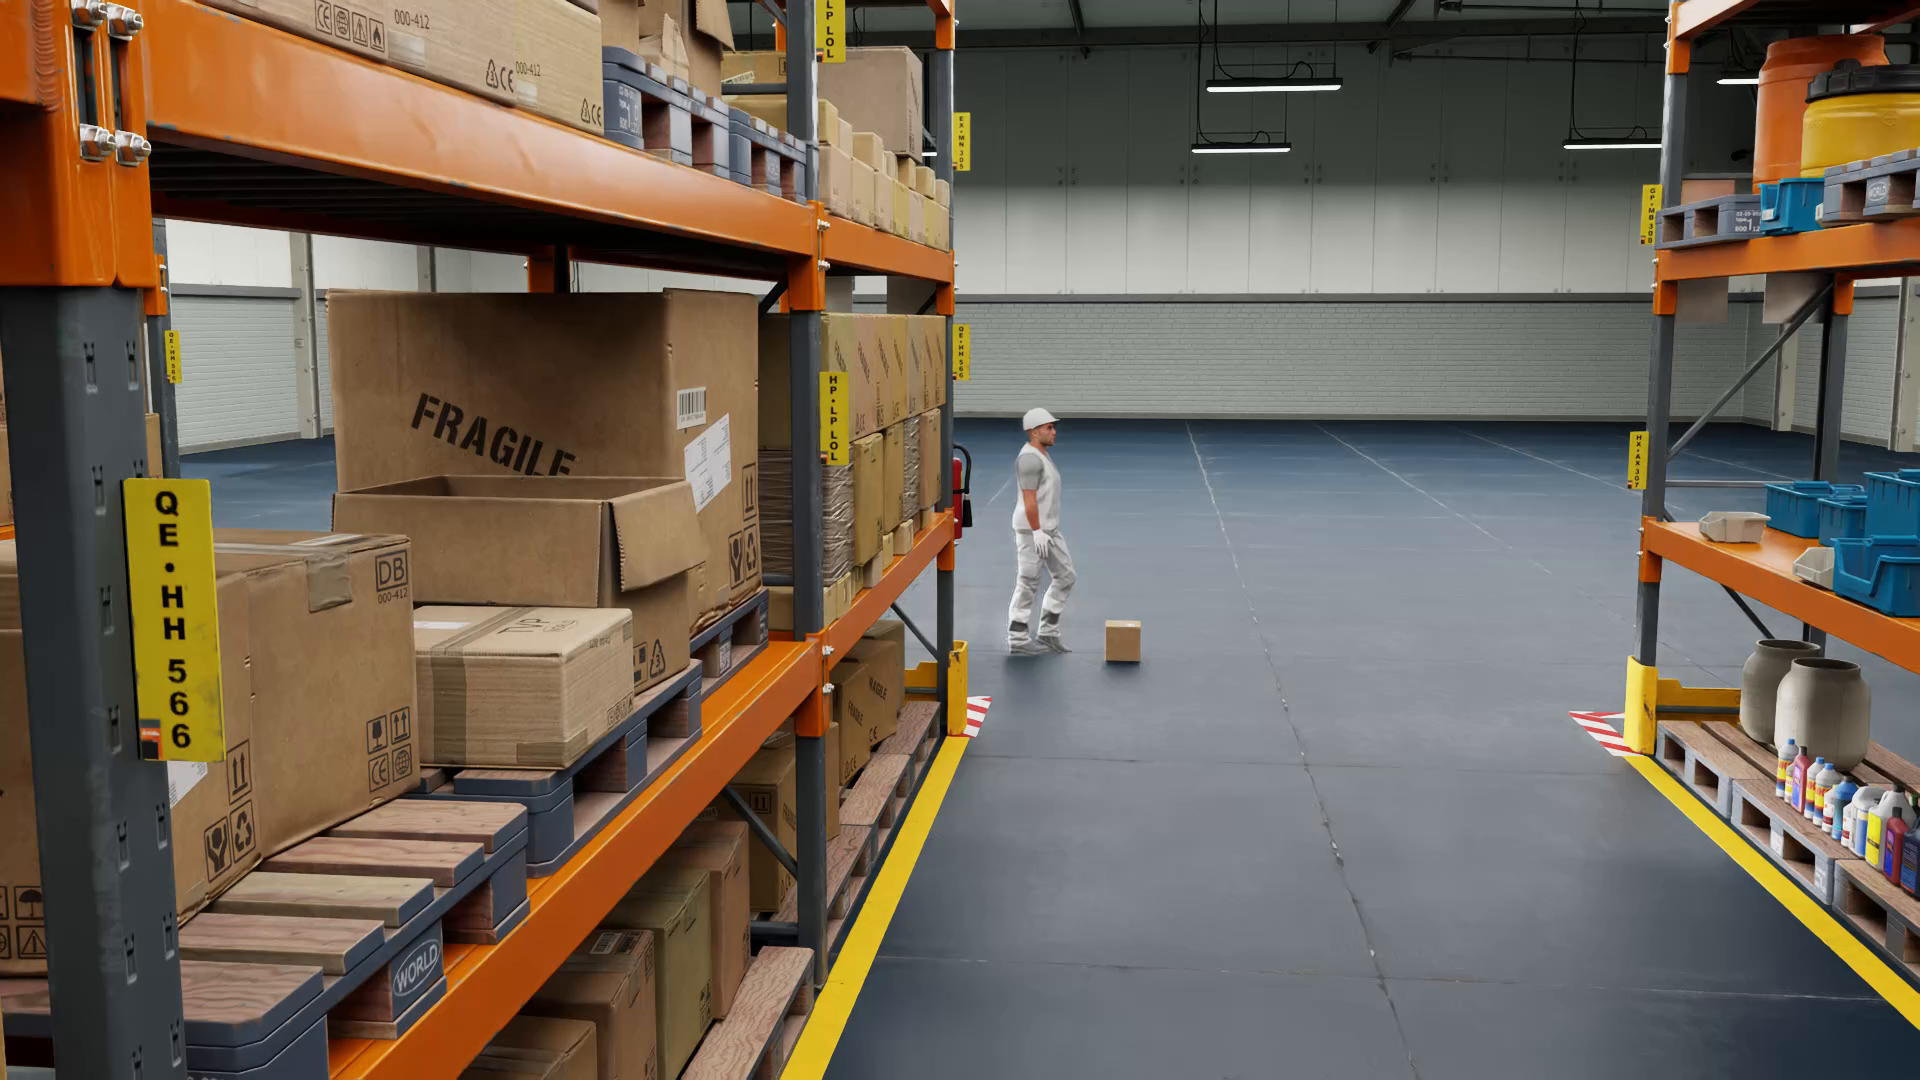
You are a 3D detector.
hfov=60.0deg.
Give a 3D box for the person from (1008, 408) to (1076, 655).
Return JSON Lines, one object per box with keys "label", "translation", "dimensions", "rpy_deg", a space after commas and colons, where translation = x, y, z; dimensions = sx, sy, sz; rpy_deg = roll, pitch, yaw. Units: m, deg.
{"label": "person", "translation": [0.579, -0.038, 11.976], "dimensions": [0.462, 1.822, 0.560], "rpy_deg": [2, 8, 17]}
